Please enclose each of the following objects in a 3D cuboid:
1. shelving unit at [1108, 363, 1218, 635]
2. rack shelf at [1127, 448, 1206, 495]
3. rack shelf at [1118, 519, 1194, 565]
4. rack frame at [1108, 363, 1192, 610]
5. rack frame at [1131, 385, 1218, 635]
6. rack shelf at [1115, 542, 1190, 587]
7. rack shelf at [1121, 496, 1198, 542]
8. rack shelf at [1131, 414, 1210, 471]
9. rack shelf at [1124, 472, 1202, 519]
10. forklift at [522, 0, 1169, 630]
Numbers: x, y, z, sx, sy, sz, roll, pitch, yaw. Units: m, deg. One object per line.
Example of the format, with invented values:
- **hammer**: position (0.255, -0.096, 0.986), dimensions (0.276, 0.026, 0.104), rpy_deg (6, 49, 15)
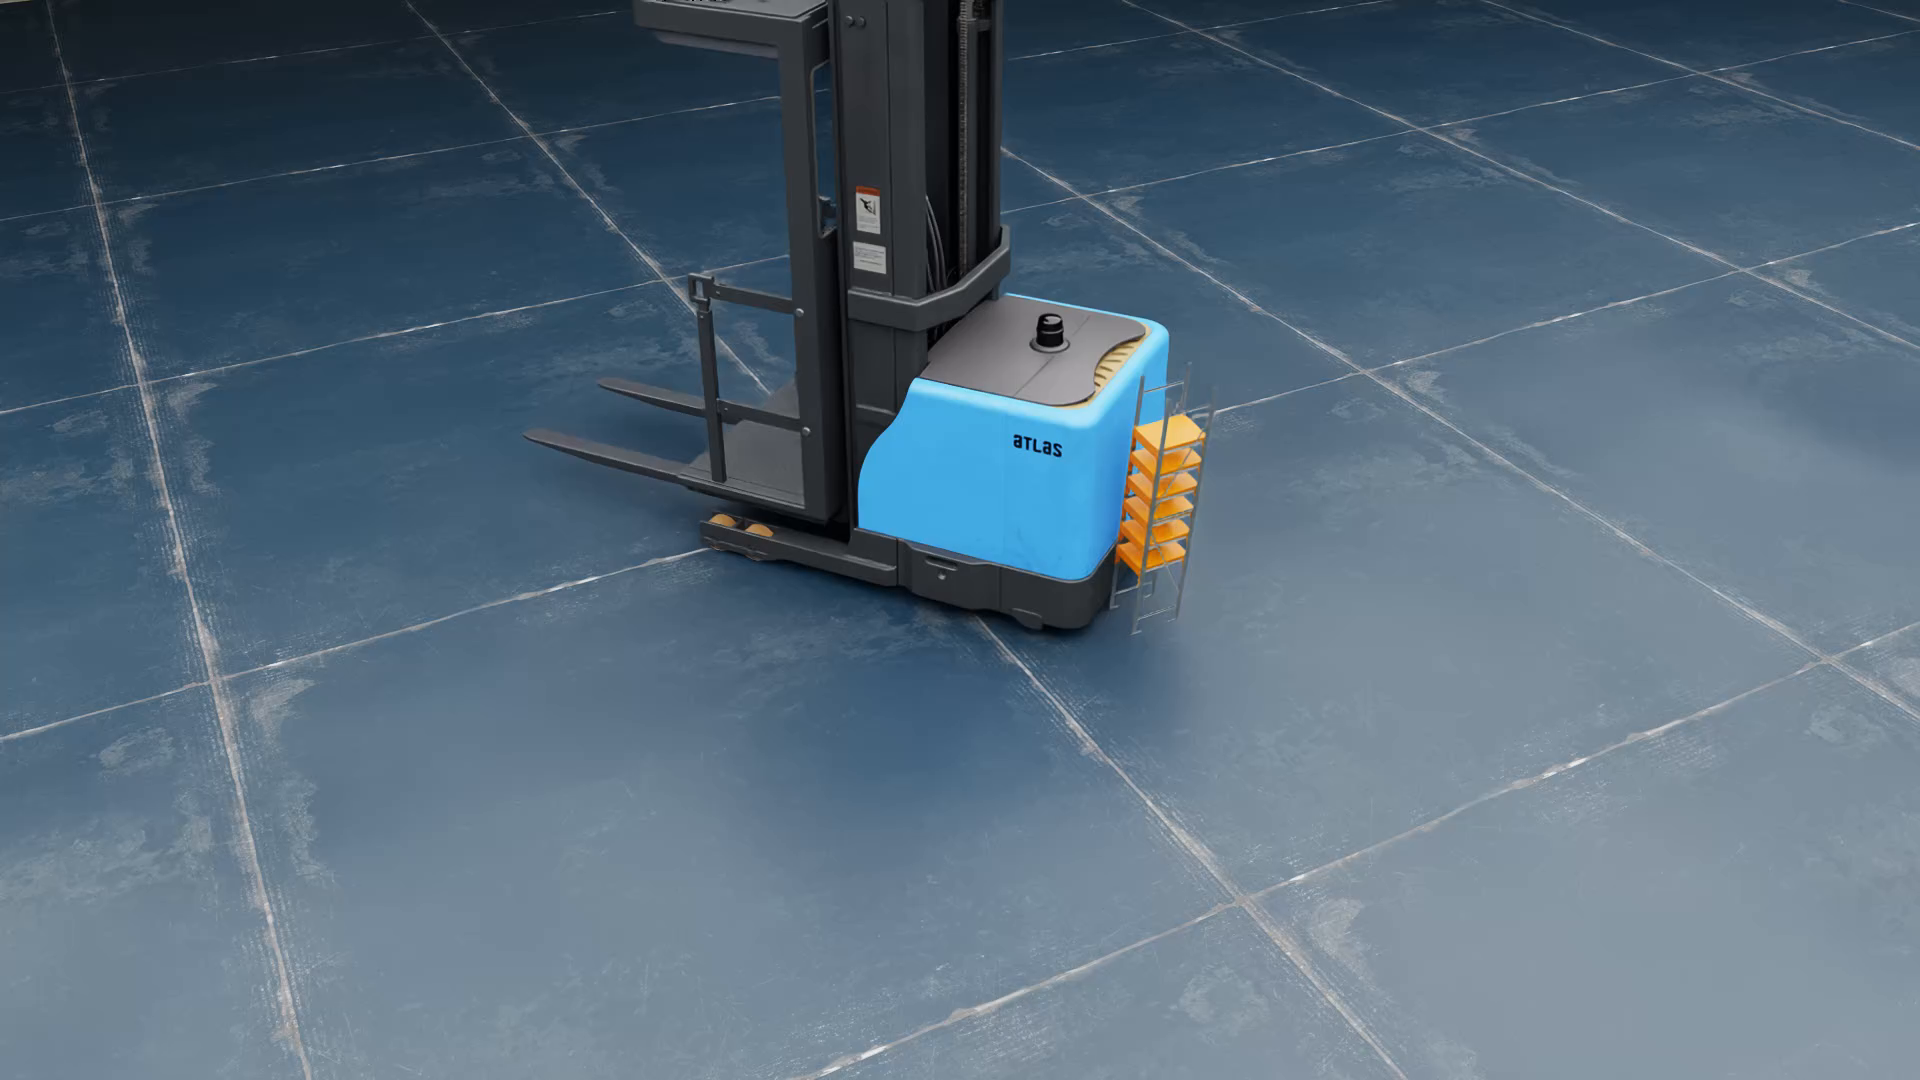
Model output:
- **shelving unit**: position (0.826, -0.149, 6.856), dimensions (0.258, 1.200, 0.189), rpy_deg (-16, 42, -24)
- **rack shelf**: position (0.836, -0.302, 6.736), dimensions (0.258, 0.103, 0.180), rpy_deg (-16, 42, -24)
- **rack shelf**: position (0.818, -0.019, 6.957), dimensions (0.258, 0.103, 0.180), rpy_deg (-16, 42, -24)
- **rack frame**: position (0.782, -0.200, 6.918), dimensions (0.240, 1.200, 0.006), rpy_deg (-16, 42, -24)
- **rack frame**: position (0.870, -0.097, 6.794), dimensions (0.240, 1.200, 0.006), rpy_deg (-16, 42, -24)
- **rack shelf**: position (0.812, 0.075, 7.031), dimensions (0.258, 0.103, 0.180), rpy_deg (-16, 42, -24)
- **rack shelf**: position (0.824, -0.114, 6.884), dimensions (0.258, 0.103, 0.180), rpy_deg (-16, 42, -24)
- **rack shelf**: position (0.842, -0.397, 6.662), dimensions (0.258, 0.103, 0.180), rpy_deg (-16, 42, -24)
- **rack shelf**: position (0.830, -0.208, 6.810), dimensions (0.258, 0.103, 0.180), rpy_deg (-16, 42, -24)
- **forklift**: position (-0.635, -1.380, 7.187), dimensions (3.031, 2.935, 1.130), rpy_deg (14, 35, 21)
